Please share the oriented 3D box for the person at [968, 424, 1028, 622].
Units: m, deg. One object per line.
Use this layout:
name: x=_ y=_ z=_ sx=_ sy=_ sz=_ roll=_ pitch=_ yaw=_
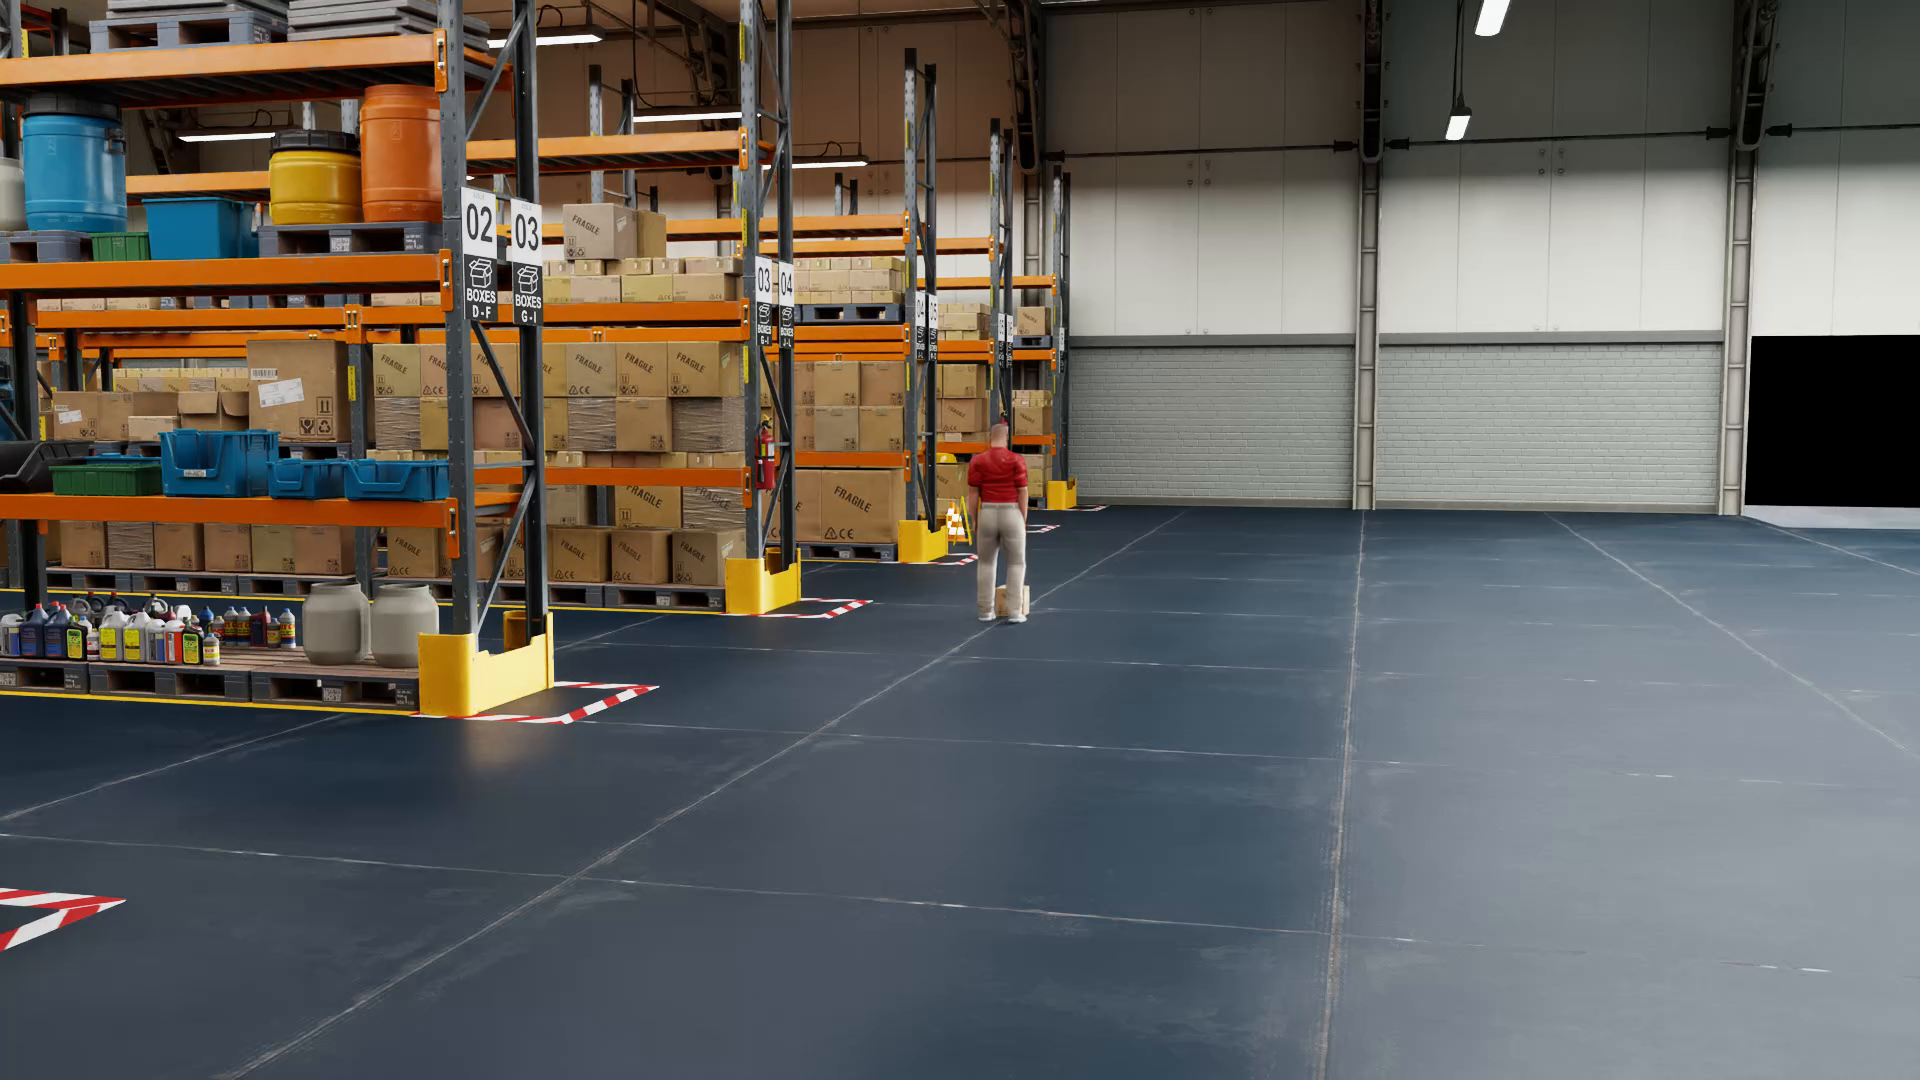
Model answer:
person: x=0.337 y=-0.142 z=14.446 sx=0.534 sy=1.719 sz=0.362 roll=1 pitch=5 yaw=15
